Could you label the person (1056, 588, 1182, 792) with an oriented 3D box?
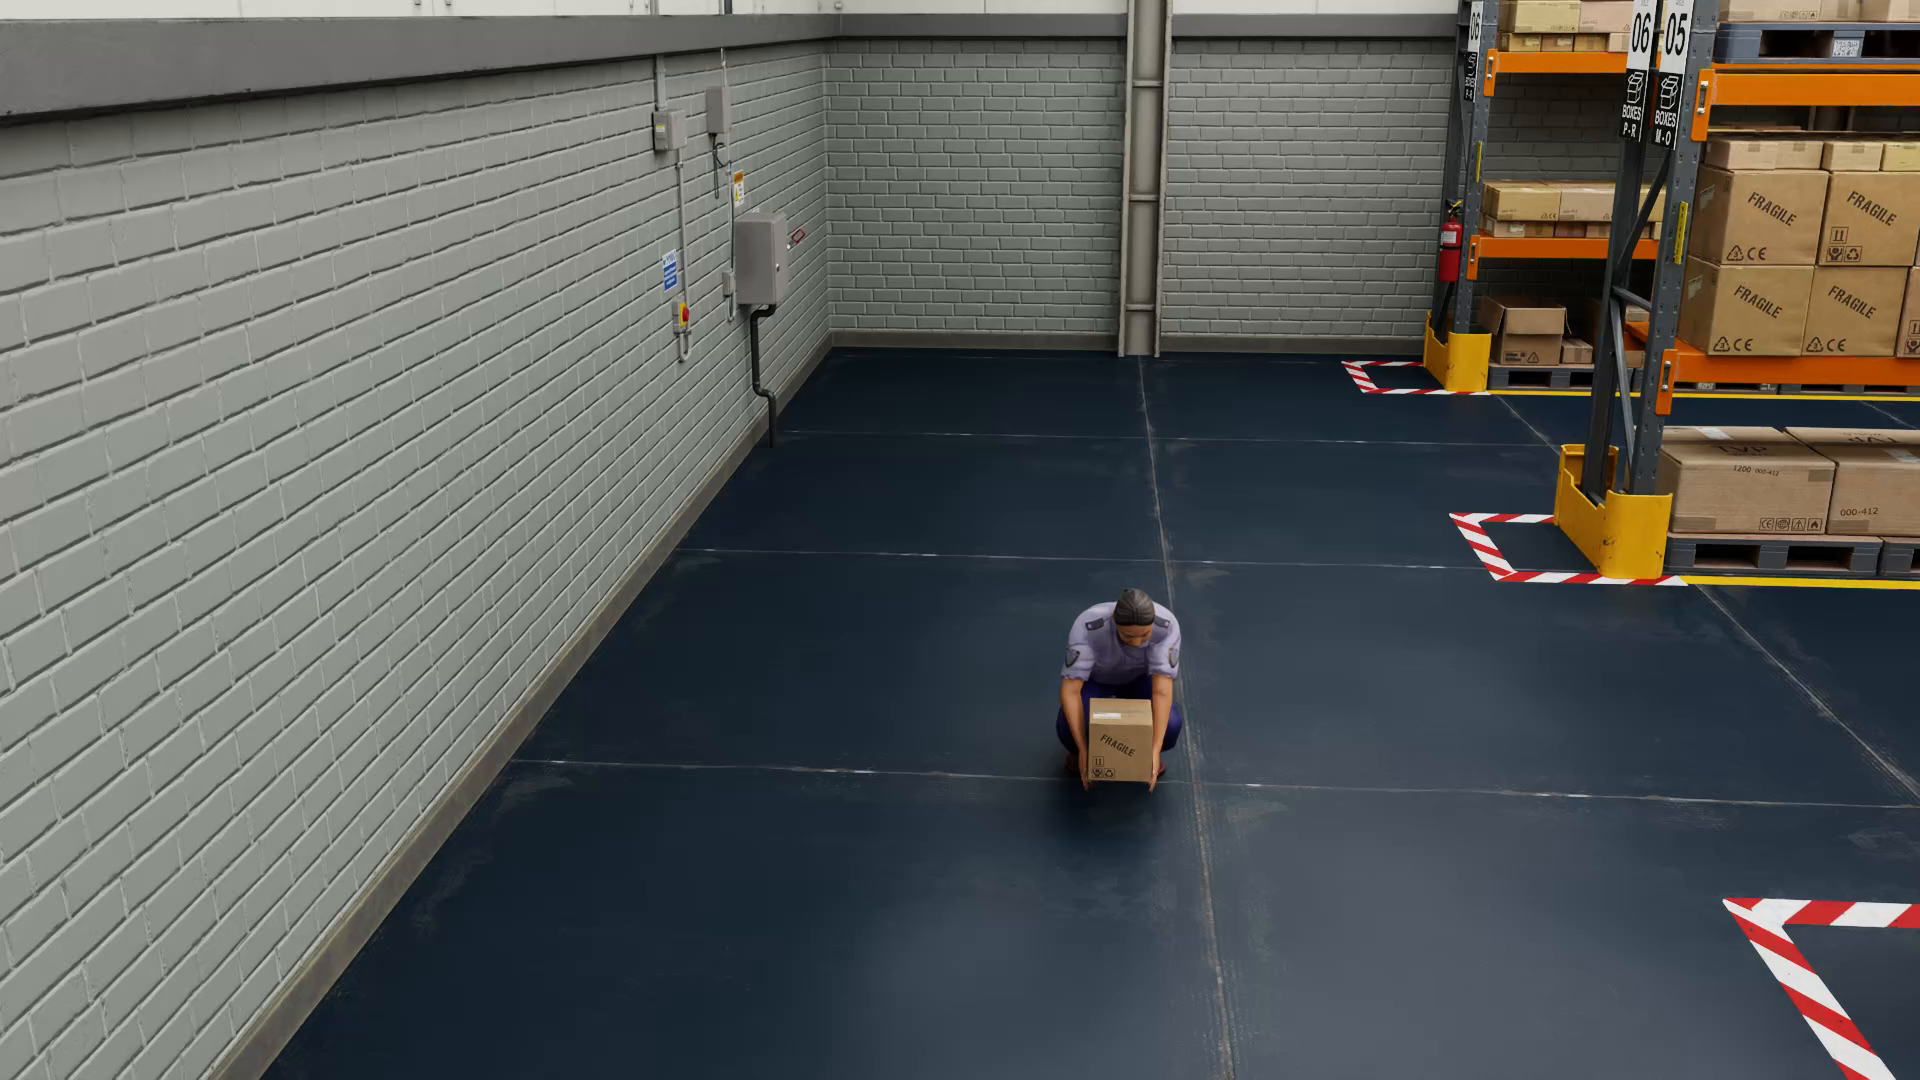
[{"bbox_3d":[0.668,0.579,6.964,0.525,0.931,0.833,1,18,4],"label":"person"}]
